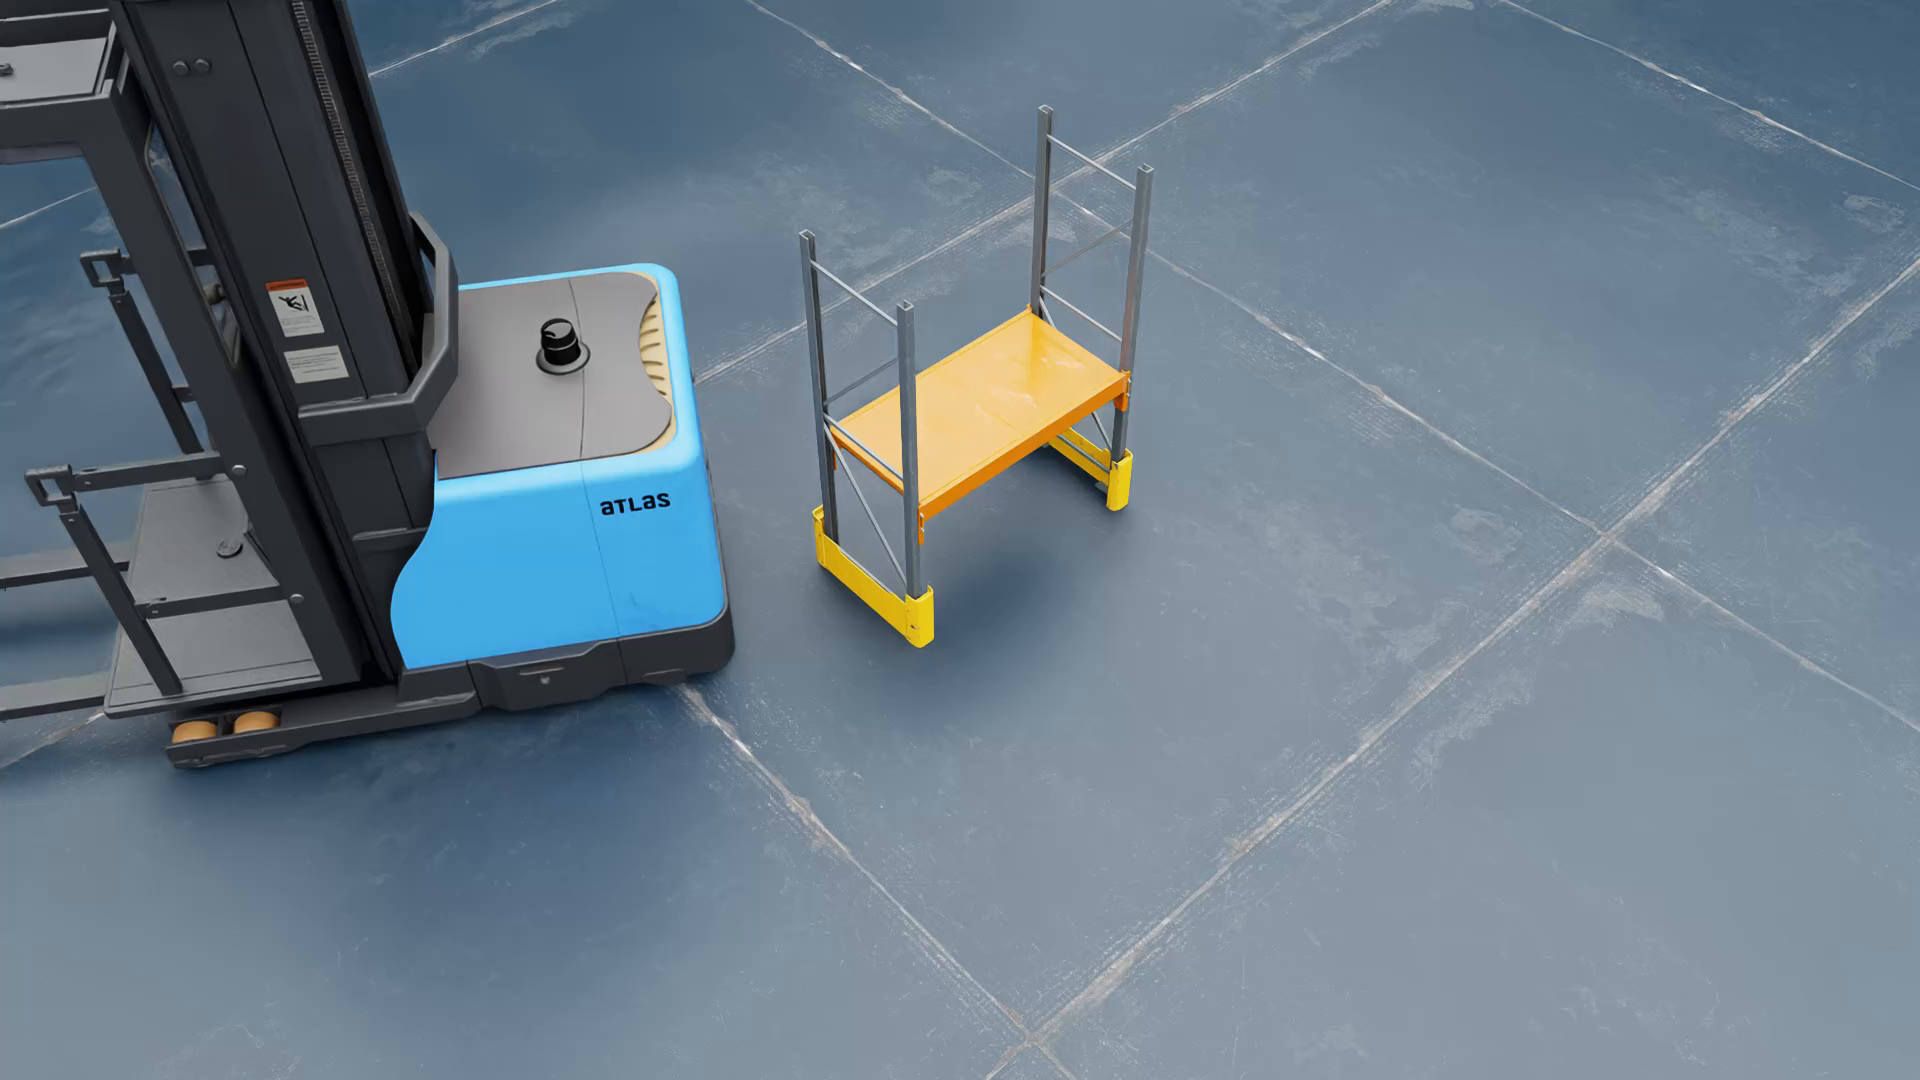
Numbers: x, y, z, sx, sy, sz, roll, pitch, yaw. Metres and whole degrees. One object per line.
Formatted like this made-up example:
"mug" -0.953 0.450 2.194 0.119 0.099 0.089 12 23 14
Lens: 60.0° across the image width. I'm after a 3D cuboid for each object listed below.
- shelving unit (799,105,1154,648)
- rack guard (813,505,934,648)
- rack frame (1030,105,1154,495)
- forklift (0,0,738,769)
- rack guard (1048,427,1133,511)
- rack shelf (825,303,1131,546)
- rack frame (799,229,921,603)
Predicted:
"shelving unit" 0.056 -0.546 5.734 1.083 1.500 0.587 -34 56 -27
"rack guard" -0.312 0.124 5.966 0.087 0.250 0.587 -34 56 -27
"rack frame" 0.439 -0.802 5.970 0.032 1.500 0.500 -34 56 -27
"forklift" -2.346 -0.663 4.868 3.031 2.935 1.130 -8 48 -8
"rack guard" 0.425 -0.369 6.420 0.087 0.250 0.587 -34 56 -27
"rack shelf" 0.063 -0.429 5.870 1.000 0.185 0.538 -34 56 -27
"rack frame" -0.313 -0.299 5.506 0.032 1.500 0.500 -34 56 -27
